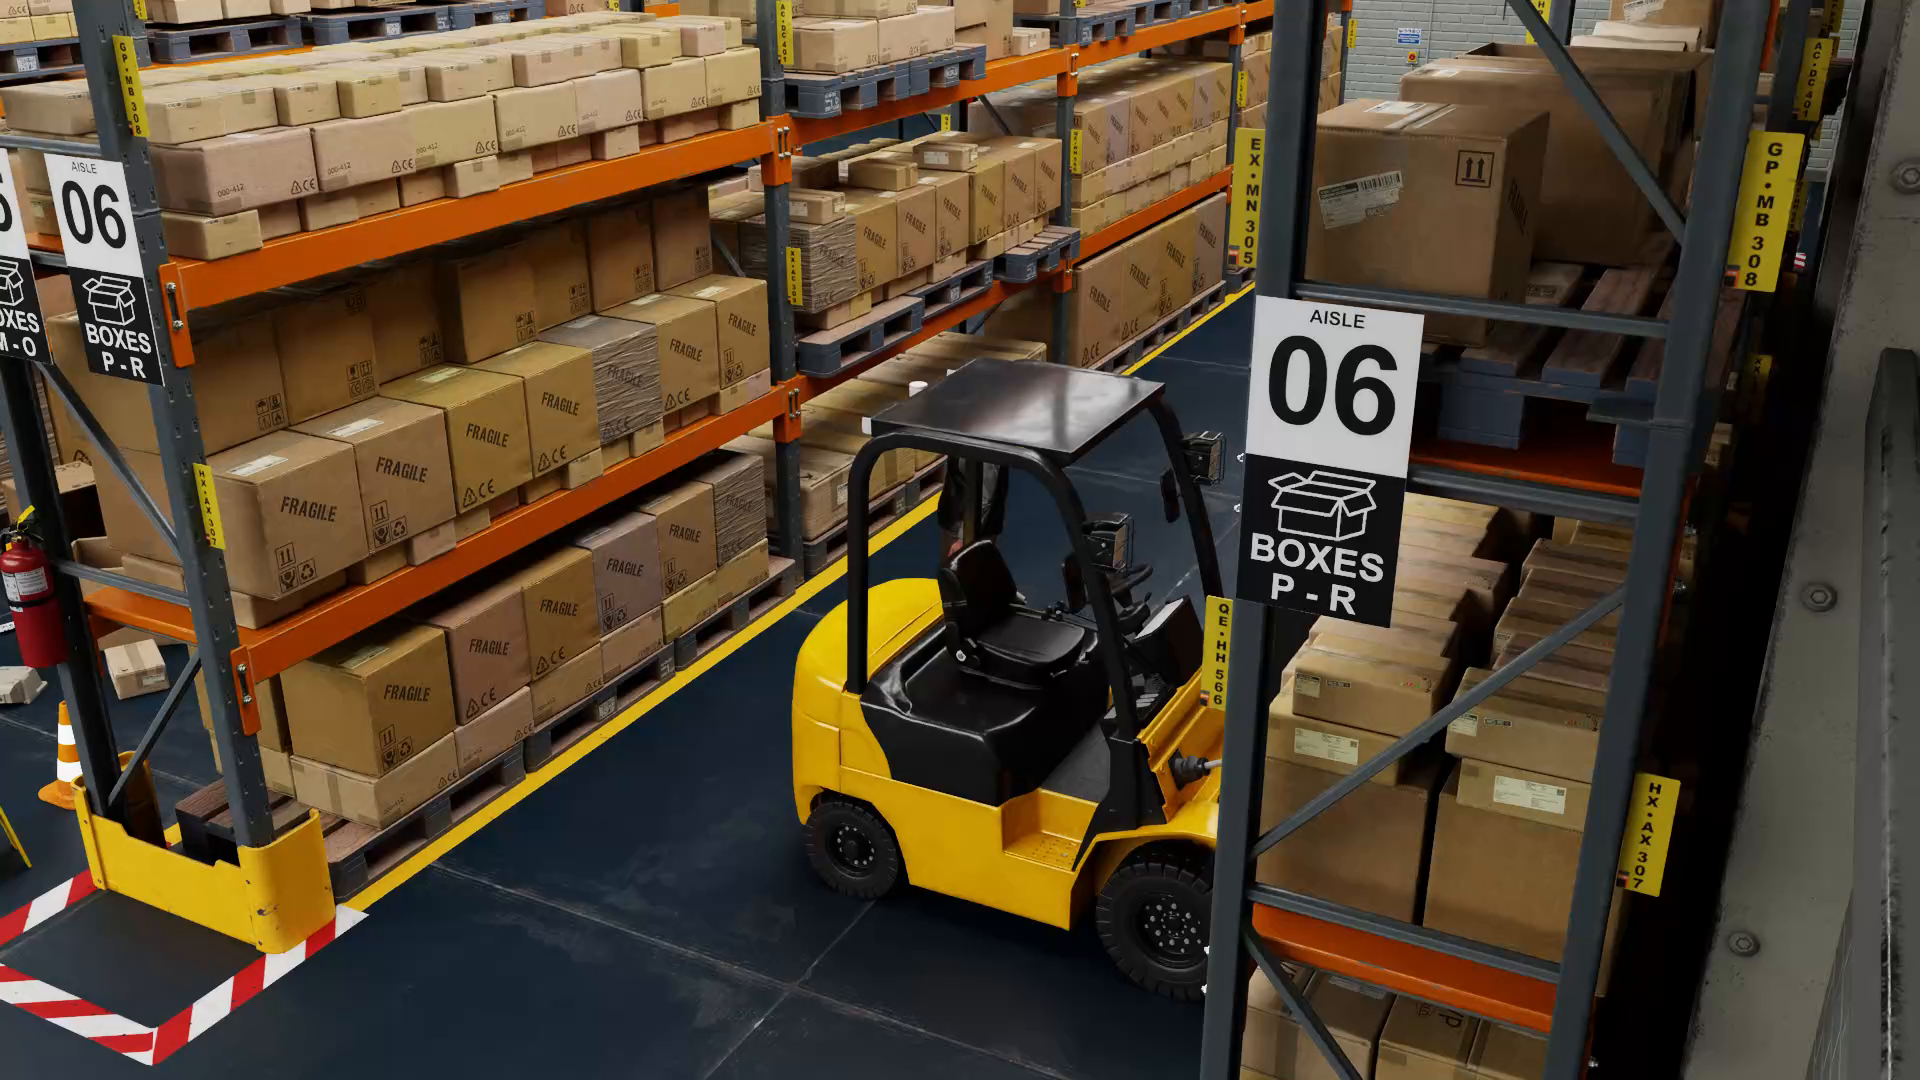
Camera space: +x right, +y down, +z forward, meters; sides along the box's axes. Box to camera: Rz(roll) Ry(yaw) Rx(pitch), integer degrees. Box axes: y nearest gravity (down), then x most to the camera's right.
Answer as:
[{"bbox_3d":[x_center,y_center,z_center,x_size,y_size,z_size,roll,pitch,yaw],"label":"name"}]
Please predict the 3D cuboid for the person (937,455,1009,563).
[{"bbox_3d":[-0.025,-0.065,8.761,0.564,1.724,0.634,-1,23,-2],"label":"person"}]
